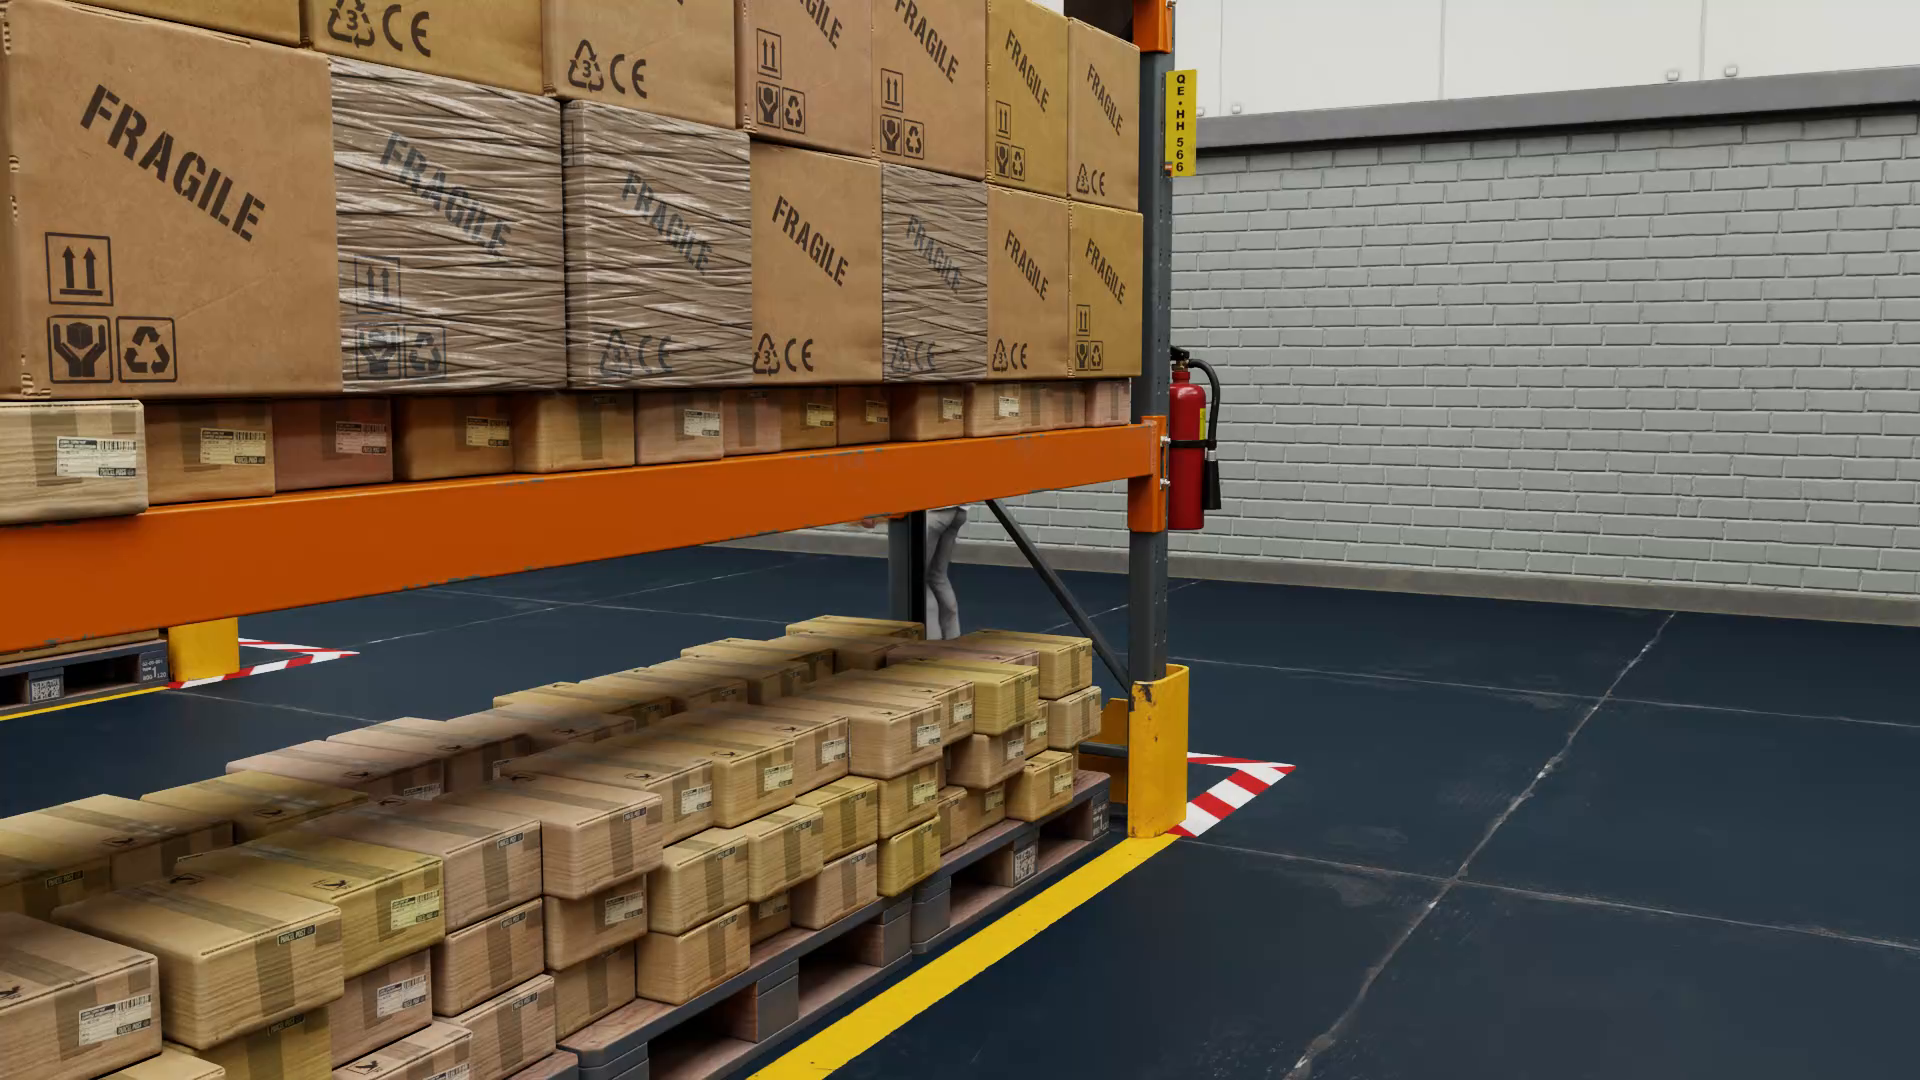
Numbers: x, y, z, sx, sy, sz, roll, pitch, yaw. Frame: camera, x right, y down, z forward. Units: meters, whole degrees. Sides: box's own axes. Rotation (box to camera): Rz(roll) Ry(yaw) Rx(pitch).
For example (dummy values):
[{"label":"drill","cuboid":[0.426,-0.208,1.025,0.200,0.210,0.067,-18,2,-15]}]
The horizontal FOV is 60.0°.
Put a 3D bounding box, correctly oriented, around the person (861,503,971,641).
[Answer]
[{"label":"person","cuboid":[-0.215,-0.118,7.910,0.533,1.550,0.371,3,7,27]}]
